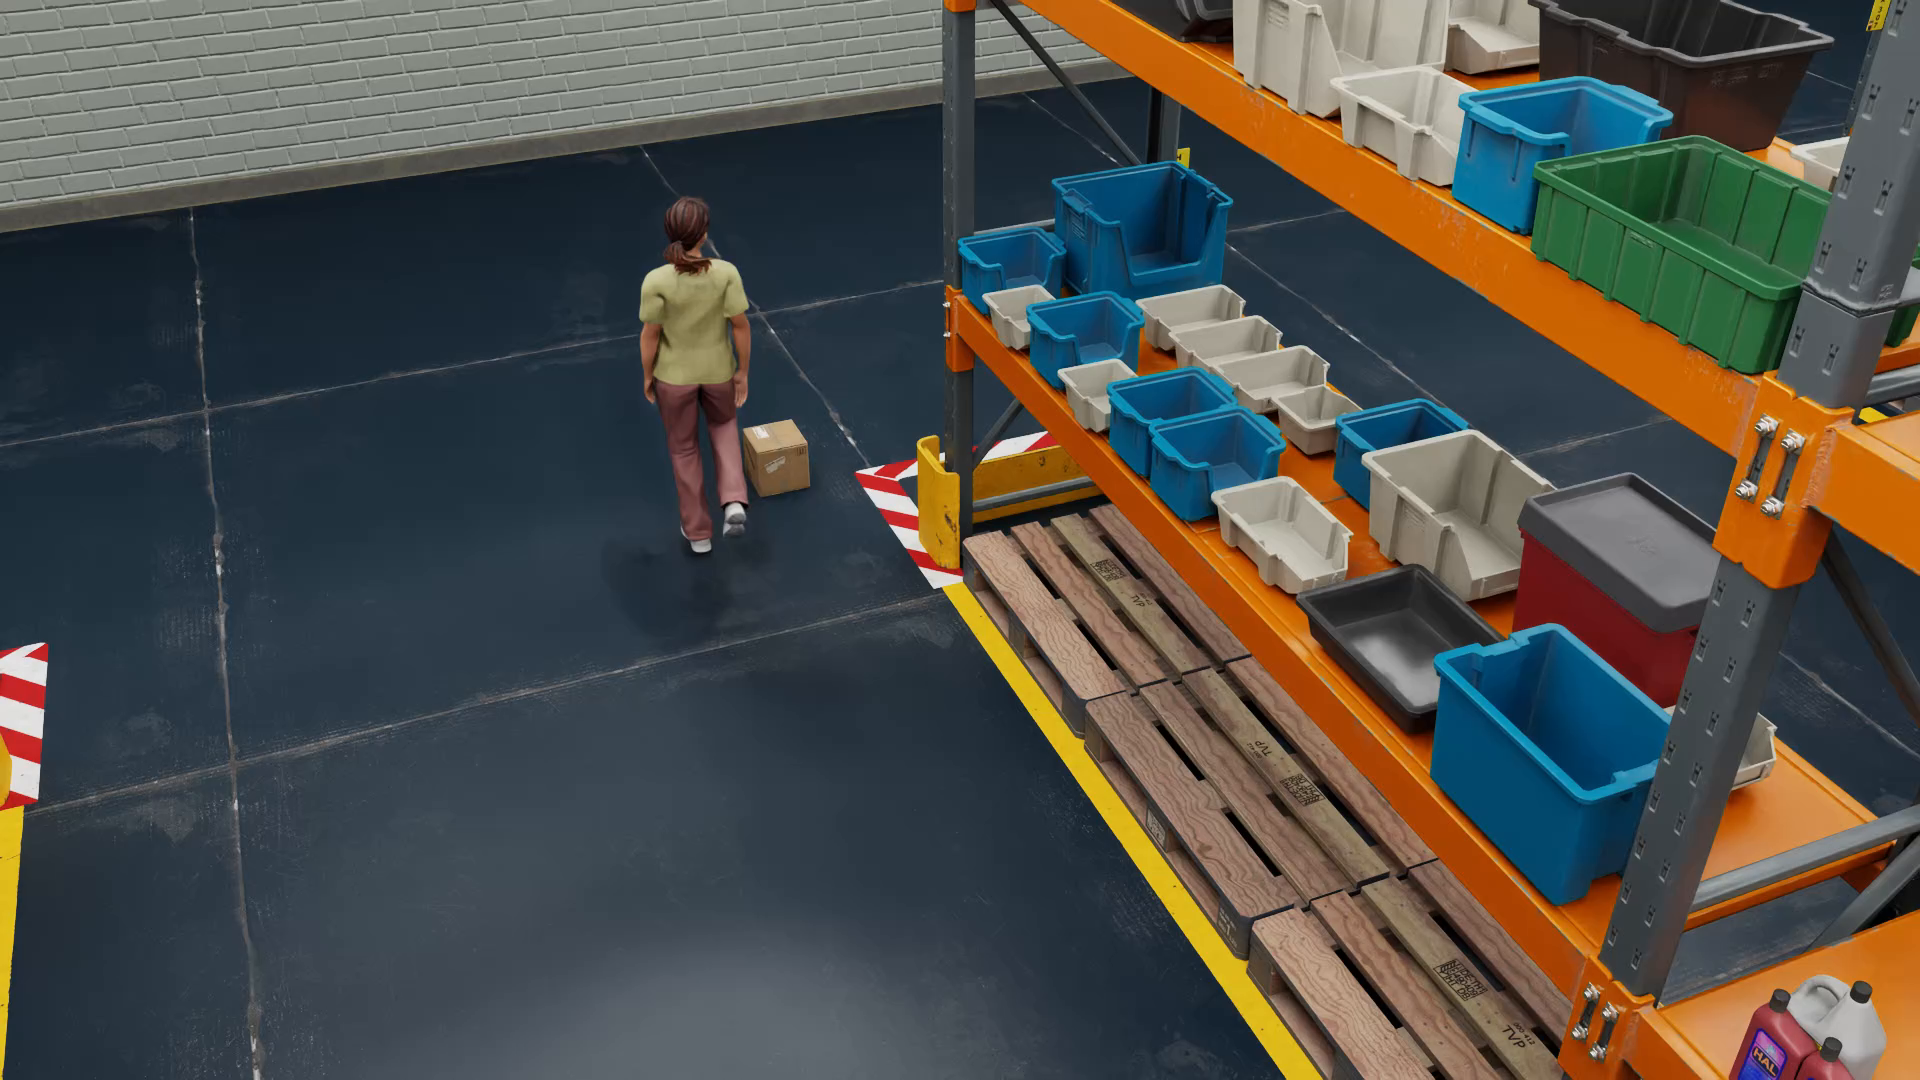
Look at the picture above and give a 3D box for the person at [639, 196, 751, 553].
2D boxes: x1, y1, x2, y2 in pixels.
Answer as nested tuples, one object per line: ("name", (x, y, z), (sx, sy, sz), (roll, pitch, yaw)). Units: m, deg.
("person", (-1.132, -0.701, 7.166), (0.455, 1.664, 0.473), (-13, 36, -18))
